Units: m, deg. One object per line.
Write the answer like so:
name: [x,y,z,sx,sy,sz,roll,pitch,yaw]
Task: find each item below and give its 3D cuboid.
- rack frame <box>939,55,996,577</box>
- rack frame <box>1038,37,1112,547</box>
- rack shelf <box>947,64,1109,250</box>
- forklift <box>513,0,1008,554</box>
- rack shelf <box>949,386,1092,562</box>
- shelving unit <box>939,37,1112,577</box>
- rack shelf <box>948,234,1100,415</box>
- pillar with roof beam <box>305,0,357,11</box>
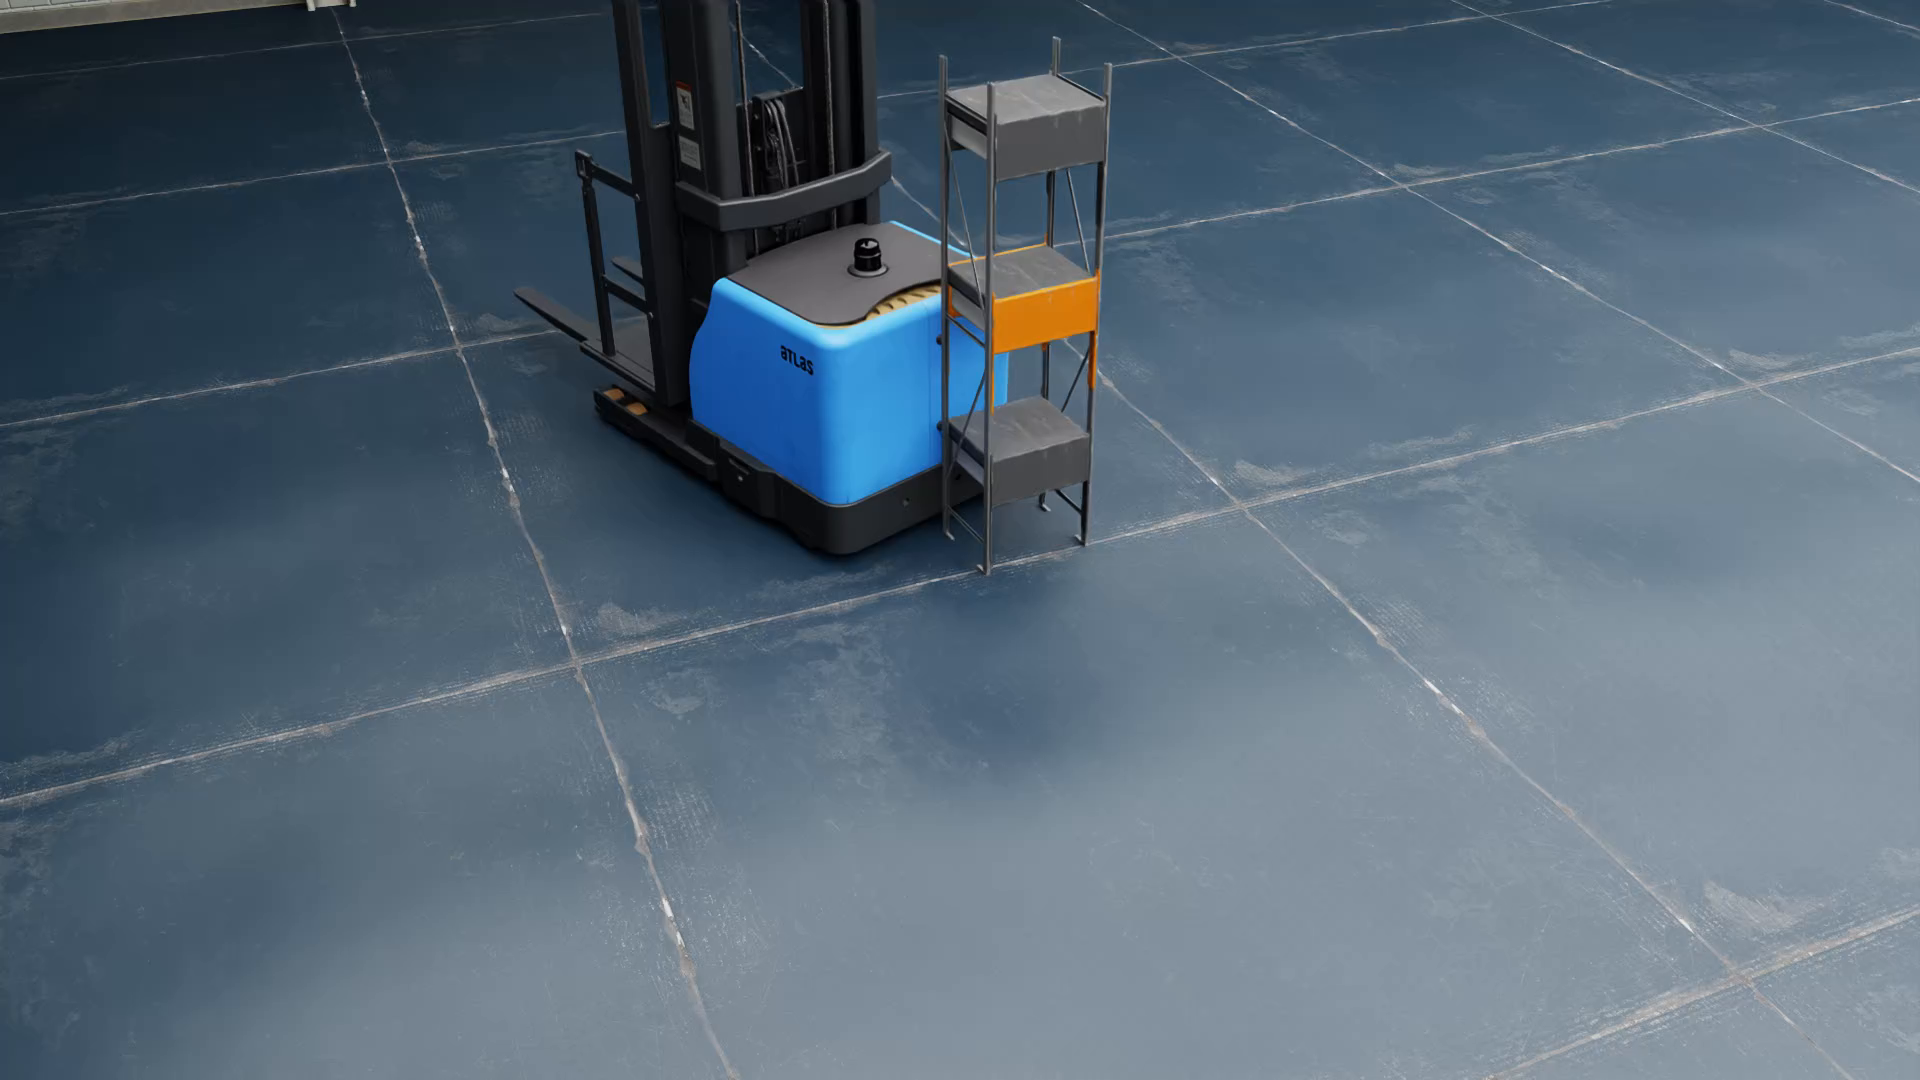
rack frame: [0.025,-0.821,6.586,0.015,2.100,0.400,-16,36,-23]
rack frame: [0.454,-0.947,6.780,0.015,2.100,0.400,-16,36,-23]
rack shelf: [0.239,-1.459,6.309,0.480,0.518,0.431,-16,36,-23]
forklift: [-1.132,-1.887,7.463,1.130,2.935,3.031,-26,41,-34]
rack shelf: [0.239,-0.286,7.073,0.480,0.518,0.431,-16,36,-23]
shelving unit: [0.239,-0.884,6.683,0.503,2.100,0.431,-16,36,-23]
rack shelf: [0.239,-0.873,6.691,0.480,0.518,0.431,-16,36,-23]
pillar with roof beam: [-3.772,-6.241,8.590,0.400,9.000,9.100,-13,35,-19]
